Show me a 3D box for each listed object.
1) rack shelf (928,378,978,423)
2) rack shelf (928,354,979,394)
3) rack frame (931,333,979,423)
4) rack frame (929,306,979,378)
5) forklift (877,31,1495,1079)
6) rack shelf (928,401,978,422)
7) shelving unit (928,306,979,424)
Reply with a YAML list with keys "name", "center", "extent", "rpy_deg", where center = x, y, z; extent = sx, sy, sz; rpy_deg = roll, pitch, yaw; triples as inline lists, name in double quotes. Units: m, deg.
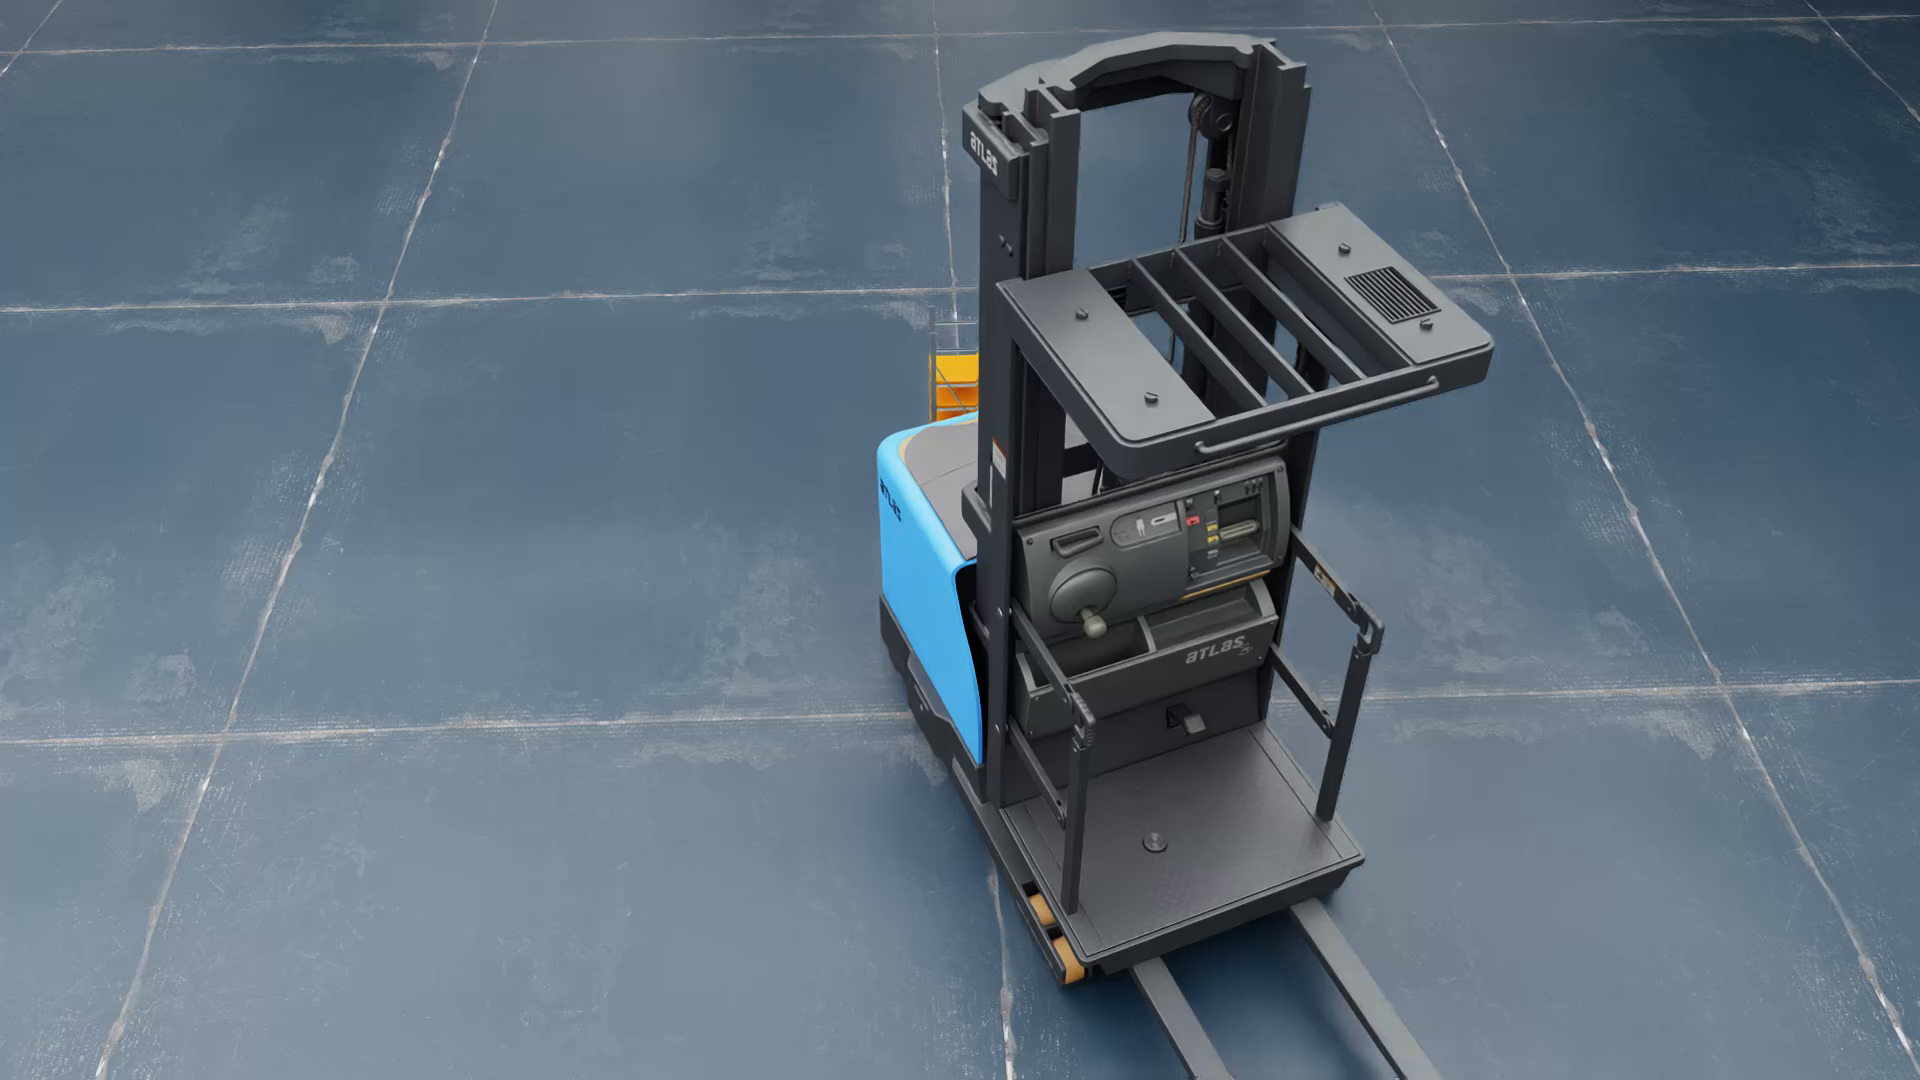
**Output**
- name: "rack shelf"
  center: [0.001, -0.577, 6.851]
  extent: [0.258, 0.103, 0.180]
  rpy_deg: [-2, 43, -2]
- name: "rack shelf"
  center: [0.001, -0.665, 6.770]
  extent: [0.258, 0.103, 0.180]
  rpy_deg: [-2, 43, -2]
- name: "rack frame"
  center: [0.005, -0.371, 6.916]
  extent: [0.240, 1.200, 0.006]
  rpy_deg: [-2, 43, -2]
- name: "rack frame"
  center: [-0.003, -0.494, 7.051]
  extent: [0.240, 1.200, 0.006]
  rpy_deg: [-2, 43, -2]
- name: "forklift"
  center: [0.713, 0.114, 5.106]
  extent: [1.130, 2.935, 3.031]
  rpy_deg: [-16, 45, -17]
- name: "rack shelf"
  center: [0.001, -0.488, 6.933]
  extent: [0.258, 0.103, 0.180]
  rpy_deg: [-2, 43, -2]
- name: "shelving unit"
  center: [0.001, -0.433, 6.984]
  extent: [0.258, 1.200, 0.189]
  rpy_deg: [-2, 43, -2]
